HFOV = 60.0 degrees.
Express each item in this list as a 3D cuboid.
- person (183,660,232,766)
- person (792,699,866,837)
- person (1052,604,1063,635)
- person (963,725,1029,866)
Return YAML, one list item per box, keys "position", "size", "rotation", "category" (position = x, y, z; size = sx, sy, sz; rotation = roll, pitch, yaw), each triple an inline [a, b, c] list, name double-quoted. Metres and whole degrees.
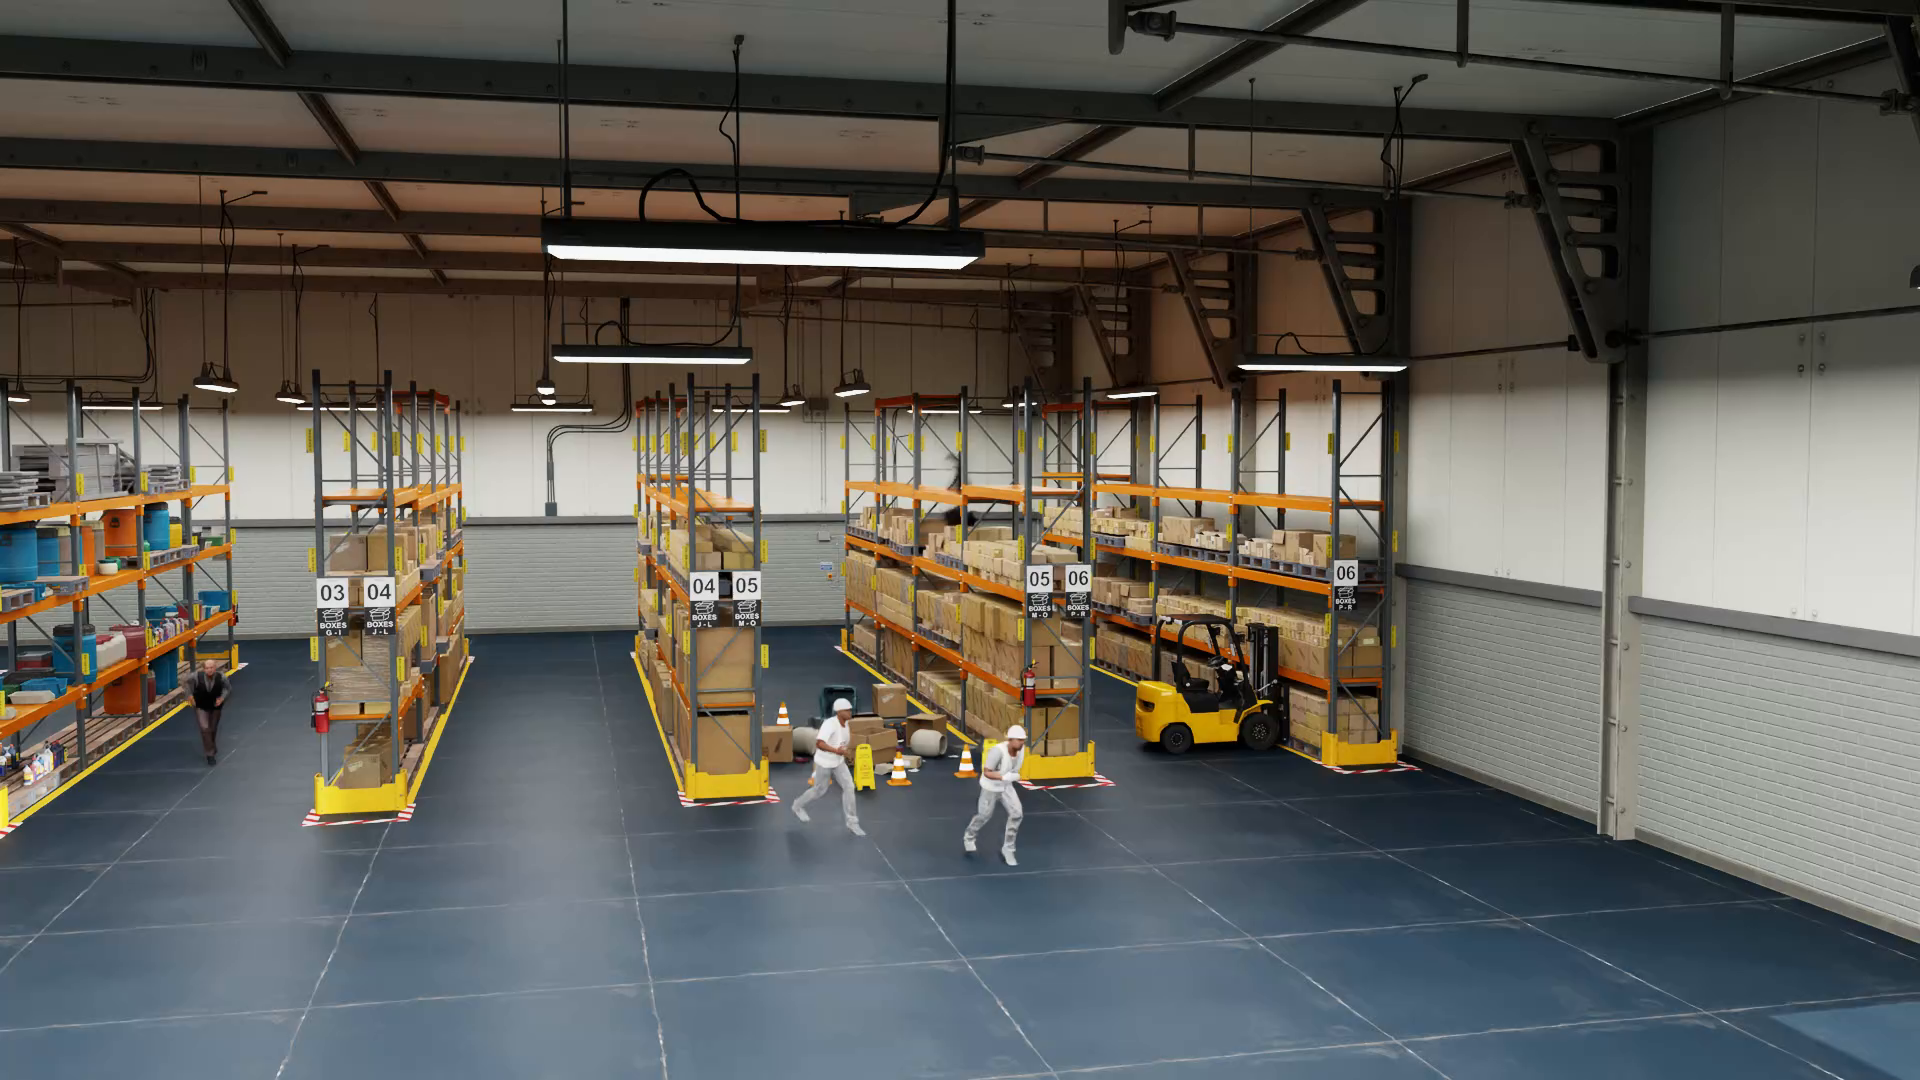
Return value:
- position: [-11.857, 2.690, 26.235]
  size: [0.696, 1.676, 1.007]
  rotation: [-2, 4, -25]
  category: "person"
- position: [-1.700, 2.901, 21.391]
  size: [1.102, 1.761, 0.700]
  rotation: [2, 4, 32]
  category: "person"
- position: [1.779, 2.163, 33.624]
  size: [0.671, 1.783, 0.884]
  rotation: [-1, 3, -15]
  category: "person"
- position: [0.431, 3.040, 19.974]
  size: [0.708, 1.720, 1.021]
  rotation: [-3, 5, -44]
  category: "person"
